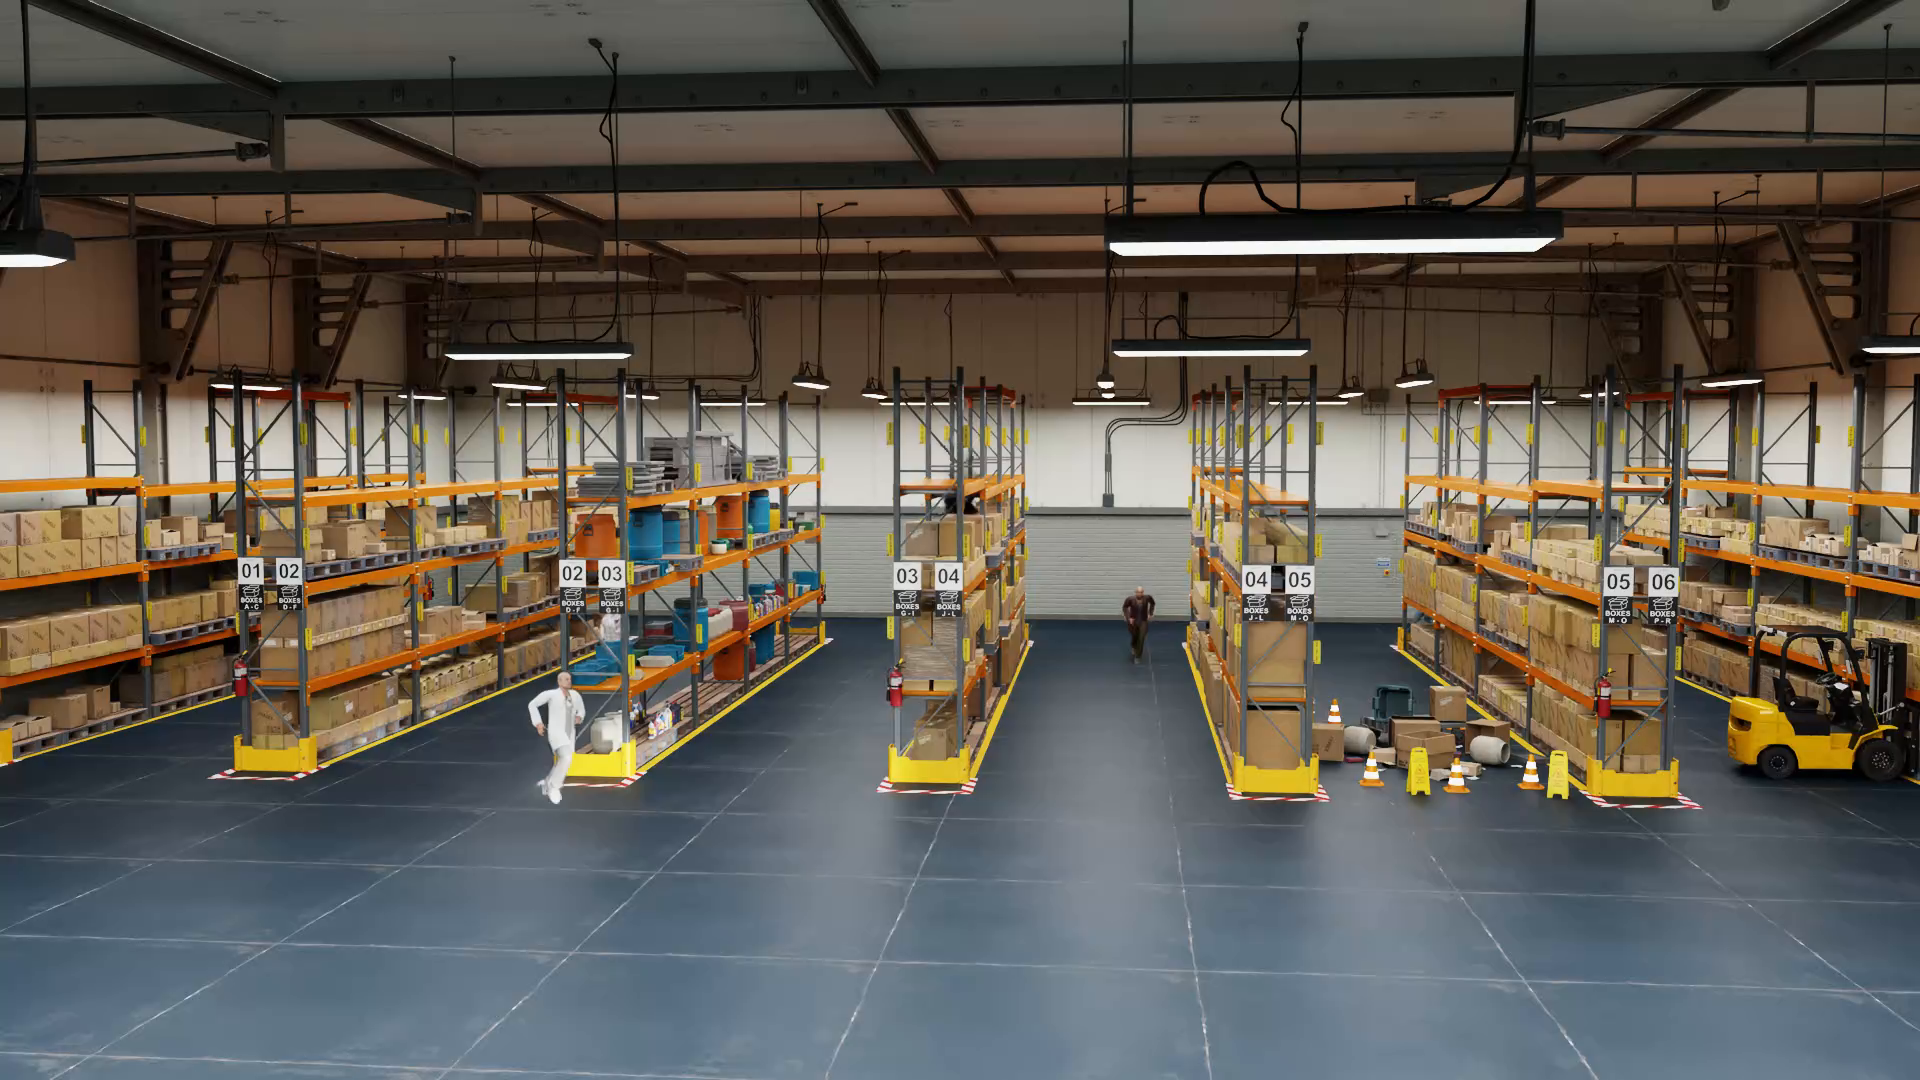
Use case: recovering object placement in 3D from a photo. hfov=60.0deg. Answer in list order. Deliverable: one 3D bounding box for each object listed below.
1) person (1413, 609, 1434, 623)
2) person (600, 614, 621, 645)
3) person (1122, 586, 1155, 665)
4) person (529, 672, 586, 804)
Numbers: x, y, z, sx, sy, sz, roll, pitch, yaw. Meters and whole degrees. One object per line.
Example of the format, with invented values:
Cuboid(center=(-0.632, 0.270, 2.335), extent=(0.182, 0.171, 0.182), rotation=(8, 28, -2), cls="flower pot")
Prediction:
Cuboid(center=(11.207, 1.608, 40.406), extent=(0.747, 1.735, 0.908), rotation=(-3, 5, -43), cls="person")
Cuboid(center=(-6.977, 2.061, 33.371), extent=(0.557, 1.674, 0.919), rotation=(0, 4, 1), cls="person")
Cuboid(center=(3.957, 1.874, 37.011), extent=(0.735, 1.753, 1.060), rotation=(0, 4, -4), cls="person")
Cuboid(center=(-5.494, 2.709, 22.944), extent=(0.668, 1.770, 0.714), rotation=(2, 4, 34), cls="person")
